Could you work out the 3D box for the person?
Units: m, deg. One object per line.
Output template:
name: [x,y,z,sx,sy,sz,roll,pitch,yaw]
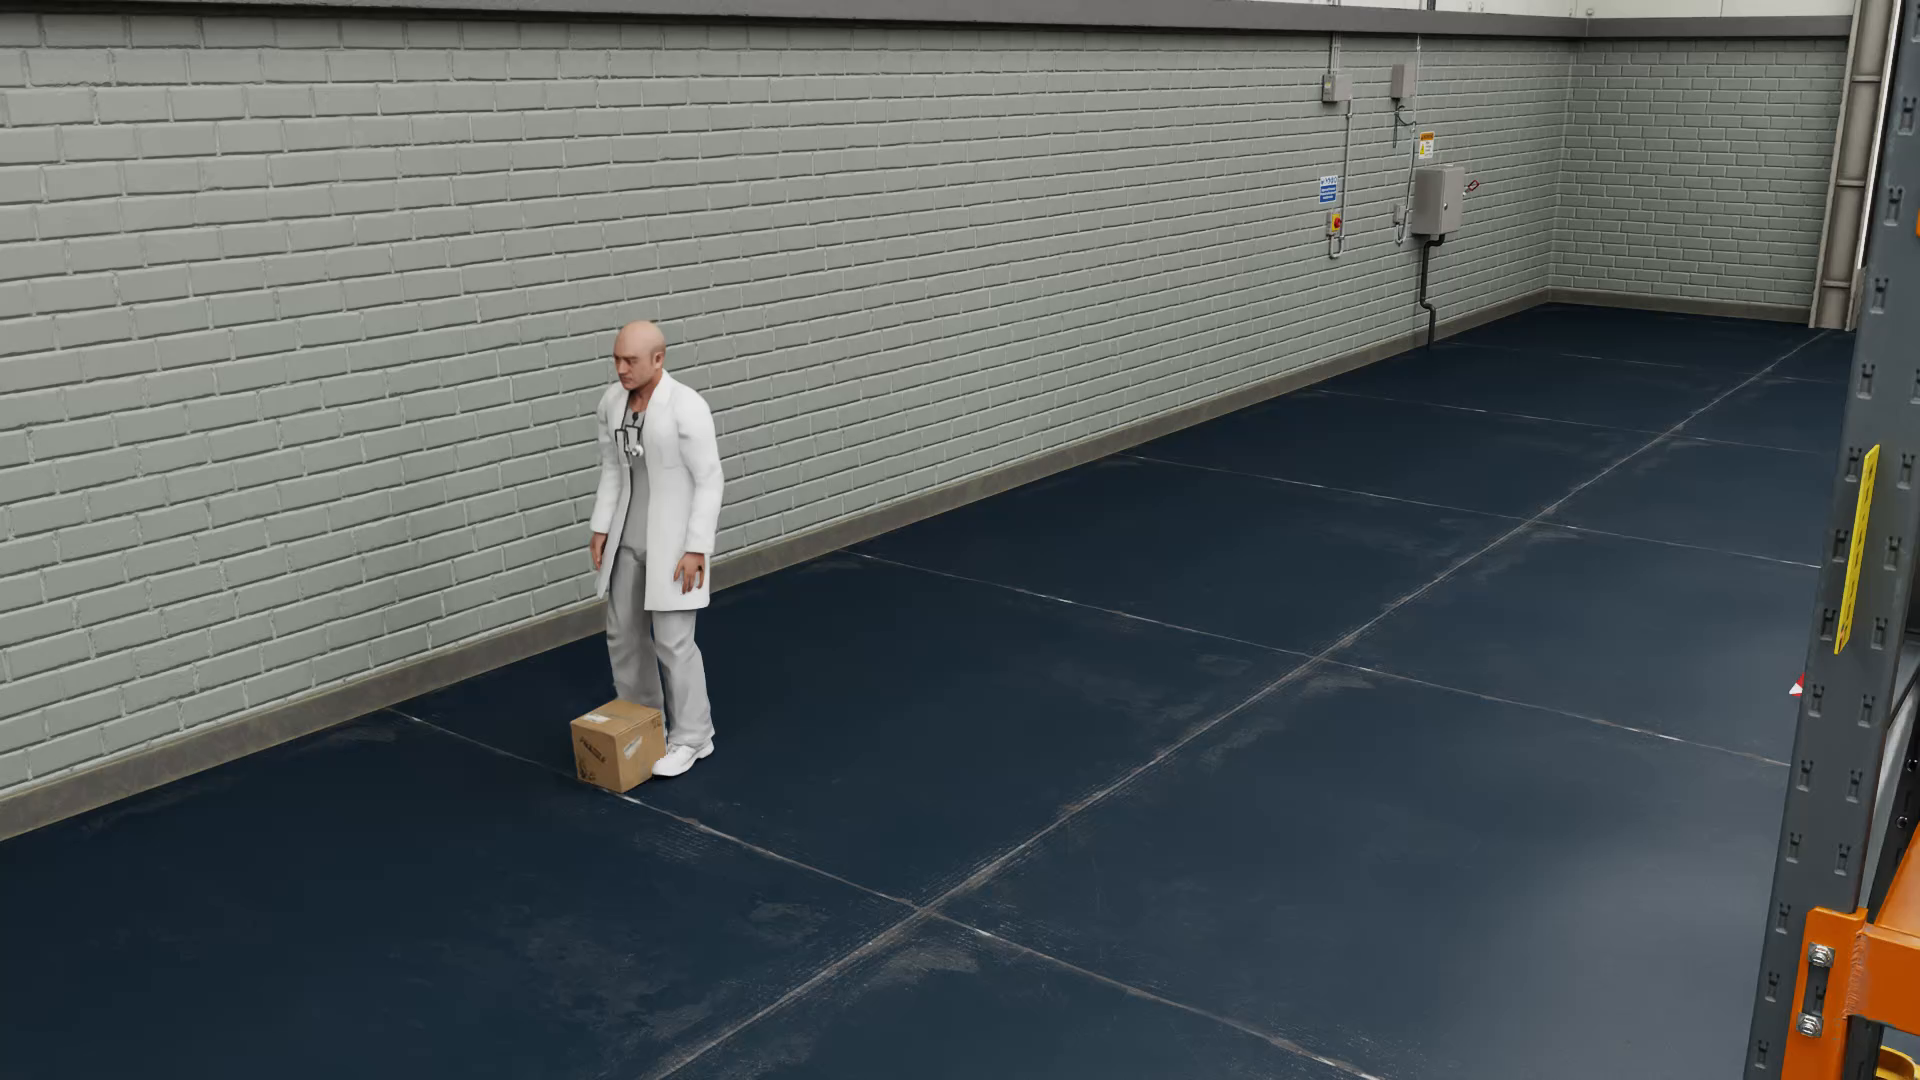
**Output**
person: [-1.193,0.021,6.491,0.617,1.774,0.426,11,20,33]
